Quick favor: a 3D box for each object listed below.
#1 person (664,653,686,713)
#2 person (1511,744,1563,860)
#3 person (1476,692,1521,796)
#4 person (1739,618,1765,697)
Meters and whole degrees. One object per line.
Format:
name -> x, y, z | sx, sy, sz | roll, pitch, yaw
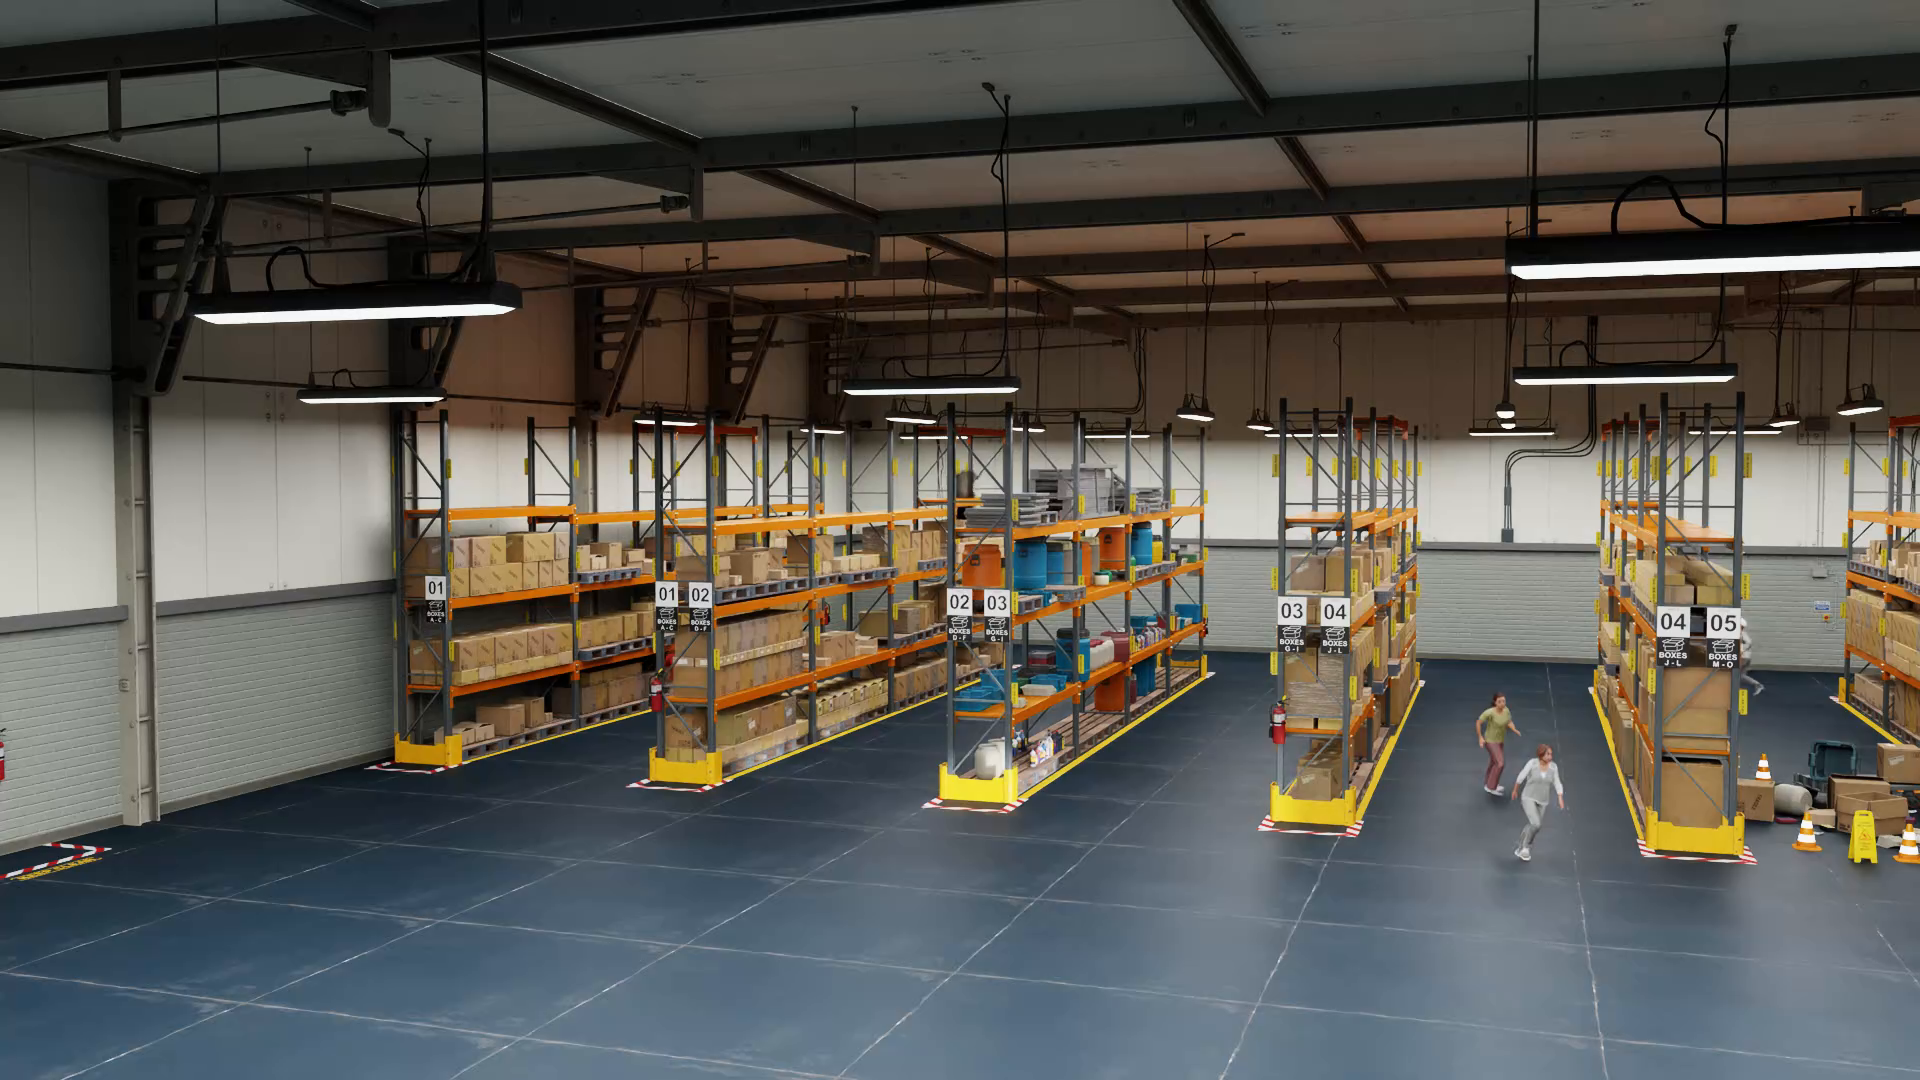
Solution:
person -> -5.429, 2.799, 31.986 | 0.734, 1.683, 0.553 | 0, 2, -4
person -> 7.338, 3.320, 21.064 | 0.461, 1.534, 0.750 | 0, 2, -10
person -> 8.267, 3.131, 25.591 | 0.595, 1.626, 0.758 | -2, 3, -33
person -> 17.142, 2.596, 36.304 | 0.802, 1.754, 0.726 | 1, 3, 27
